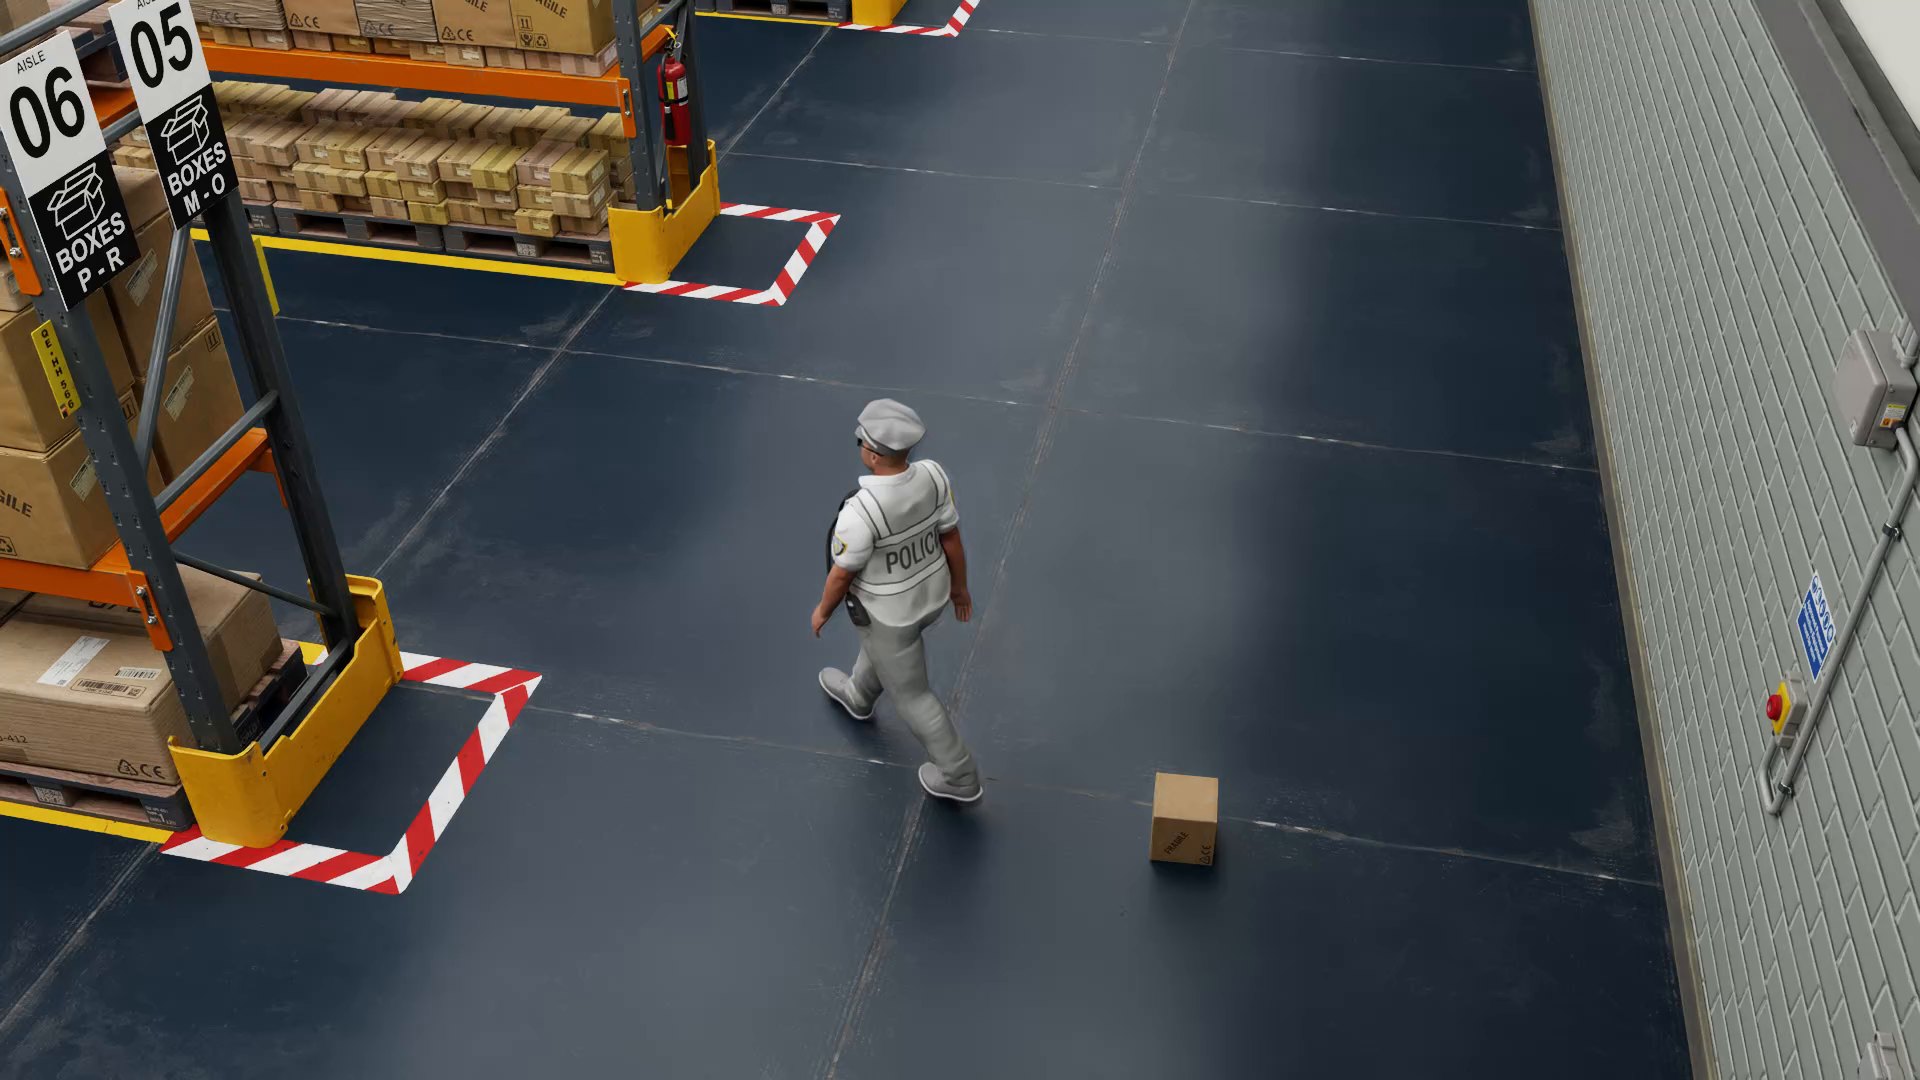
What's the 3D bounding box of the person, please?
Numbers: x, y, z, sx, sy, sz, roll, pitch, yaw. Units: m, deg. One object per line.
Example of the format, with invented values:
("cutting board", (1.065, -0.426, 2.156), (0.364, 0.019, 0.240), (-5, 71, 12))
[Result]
("person", (-0.287, 0.210, 6.668), (1.055, 1.725, 0.565), (26, 44, 31))
